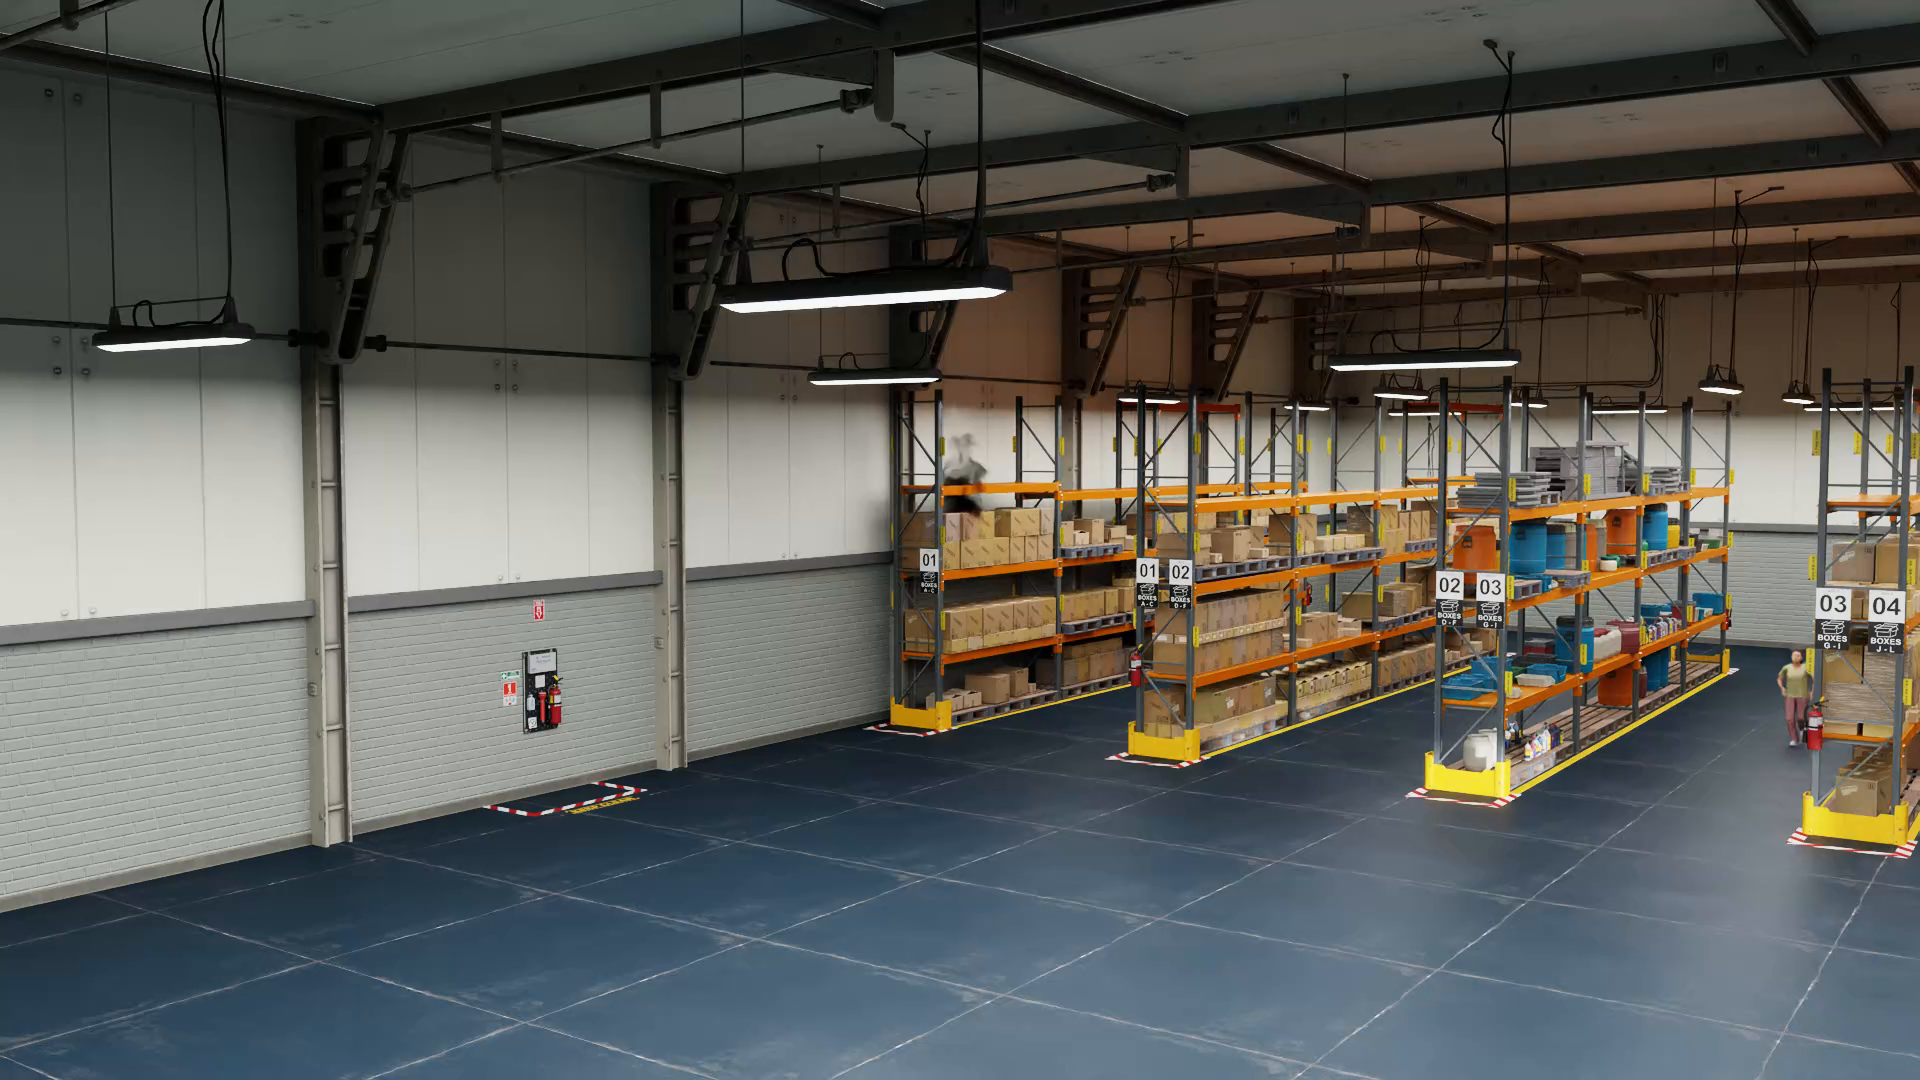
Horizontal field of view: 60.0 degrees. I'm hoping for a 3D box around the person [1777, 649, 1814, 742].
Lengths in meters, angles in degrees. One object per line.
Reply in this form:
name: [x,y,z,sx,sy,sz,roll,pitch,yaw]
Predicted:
person: [13.958,2.598,27.737,0.625,1.571,0.520,2,4,35]
